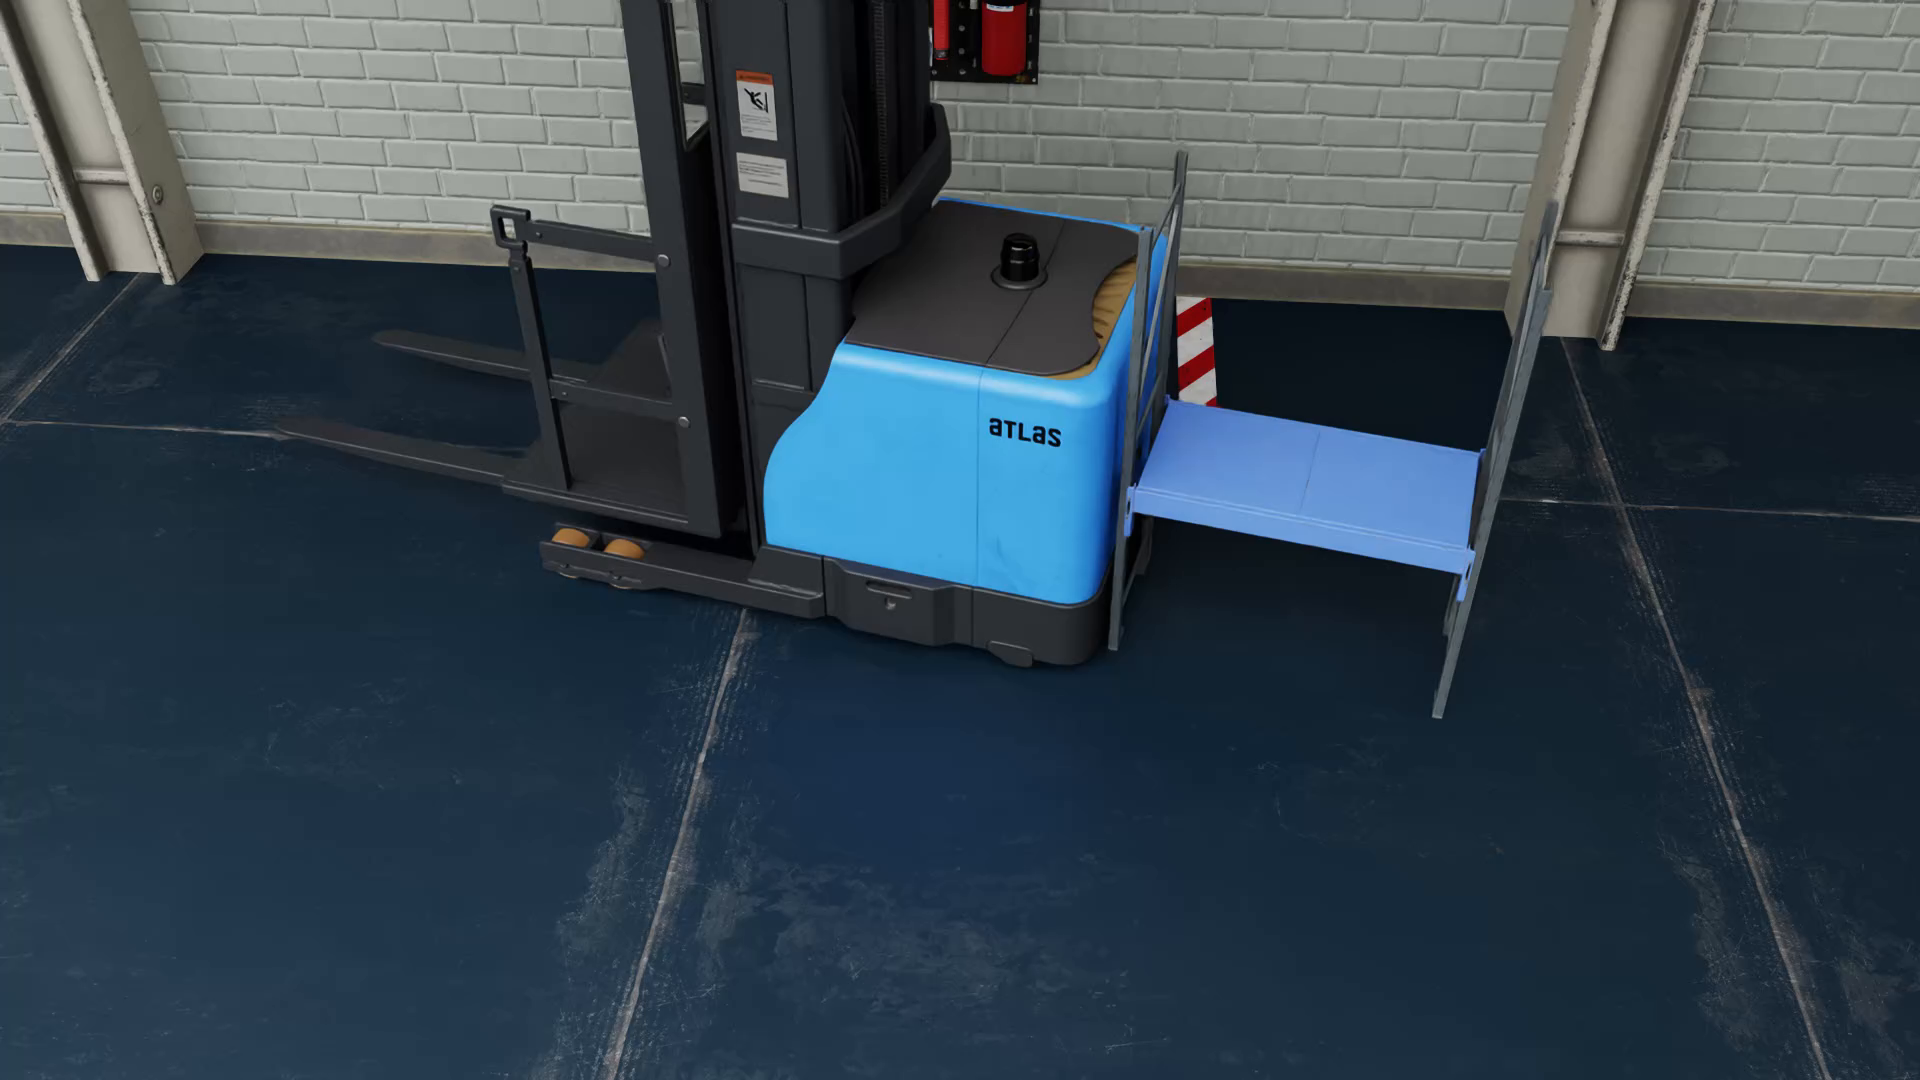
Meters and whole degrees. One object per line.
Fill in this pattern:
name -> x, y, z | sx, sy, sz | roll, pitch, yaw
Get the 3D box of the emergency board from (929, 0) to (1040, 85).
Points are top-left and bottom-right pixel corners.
emergency board -> -0.008, -2.191, 6.066 | 0.643, 1.169, 0.194 | 3, 39, 4

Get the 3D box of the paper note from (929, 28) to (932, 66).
paper note -> -0.178, -1.903, 6.409 | 0.142, 0.148, 0.016 | 3, 39, 4

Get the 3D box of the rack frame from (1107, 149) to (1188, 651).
rack frame -> 0.561, -0.379, 5.028 | 0.032, 1.500, 0.500 | 11, 40, 13

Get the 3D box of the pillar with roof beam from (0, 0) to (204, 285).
pillar with roof beam -> -3.898, -1.979, 1.052 | 0.400, 9.000, 9.100 | 3, 39, 4

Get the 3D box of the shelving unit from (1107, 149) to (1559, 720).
shelving unit -> 1.046, -0.283, 4.909 | 1.048, 1.500, 0.538 | 11, 40, 13

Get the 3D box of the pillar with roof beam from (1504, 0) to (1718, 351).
pillar with roof beam -> 2.080, -1.652, 0.651 | 0.400, 9.000, 9.100 | 3, 39, 4

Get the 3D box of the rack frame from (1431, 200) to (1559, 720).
rack frame -> 1.531, -0.186, 4.791 | 0.032, 1.500, 0.500 | 11, 40, 13

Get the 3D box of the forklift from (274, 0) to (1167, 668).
forklift -> -0.887, -1.278, 4.998 | 3.031, 2.935, 1.130 | 11, 40, 13

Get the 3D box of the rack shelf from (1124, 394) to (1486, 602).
rack shelf -> 1.046, -0.143, 5.023 | 1.000, 0.185, 0.538 | 11, 40, 13
